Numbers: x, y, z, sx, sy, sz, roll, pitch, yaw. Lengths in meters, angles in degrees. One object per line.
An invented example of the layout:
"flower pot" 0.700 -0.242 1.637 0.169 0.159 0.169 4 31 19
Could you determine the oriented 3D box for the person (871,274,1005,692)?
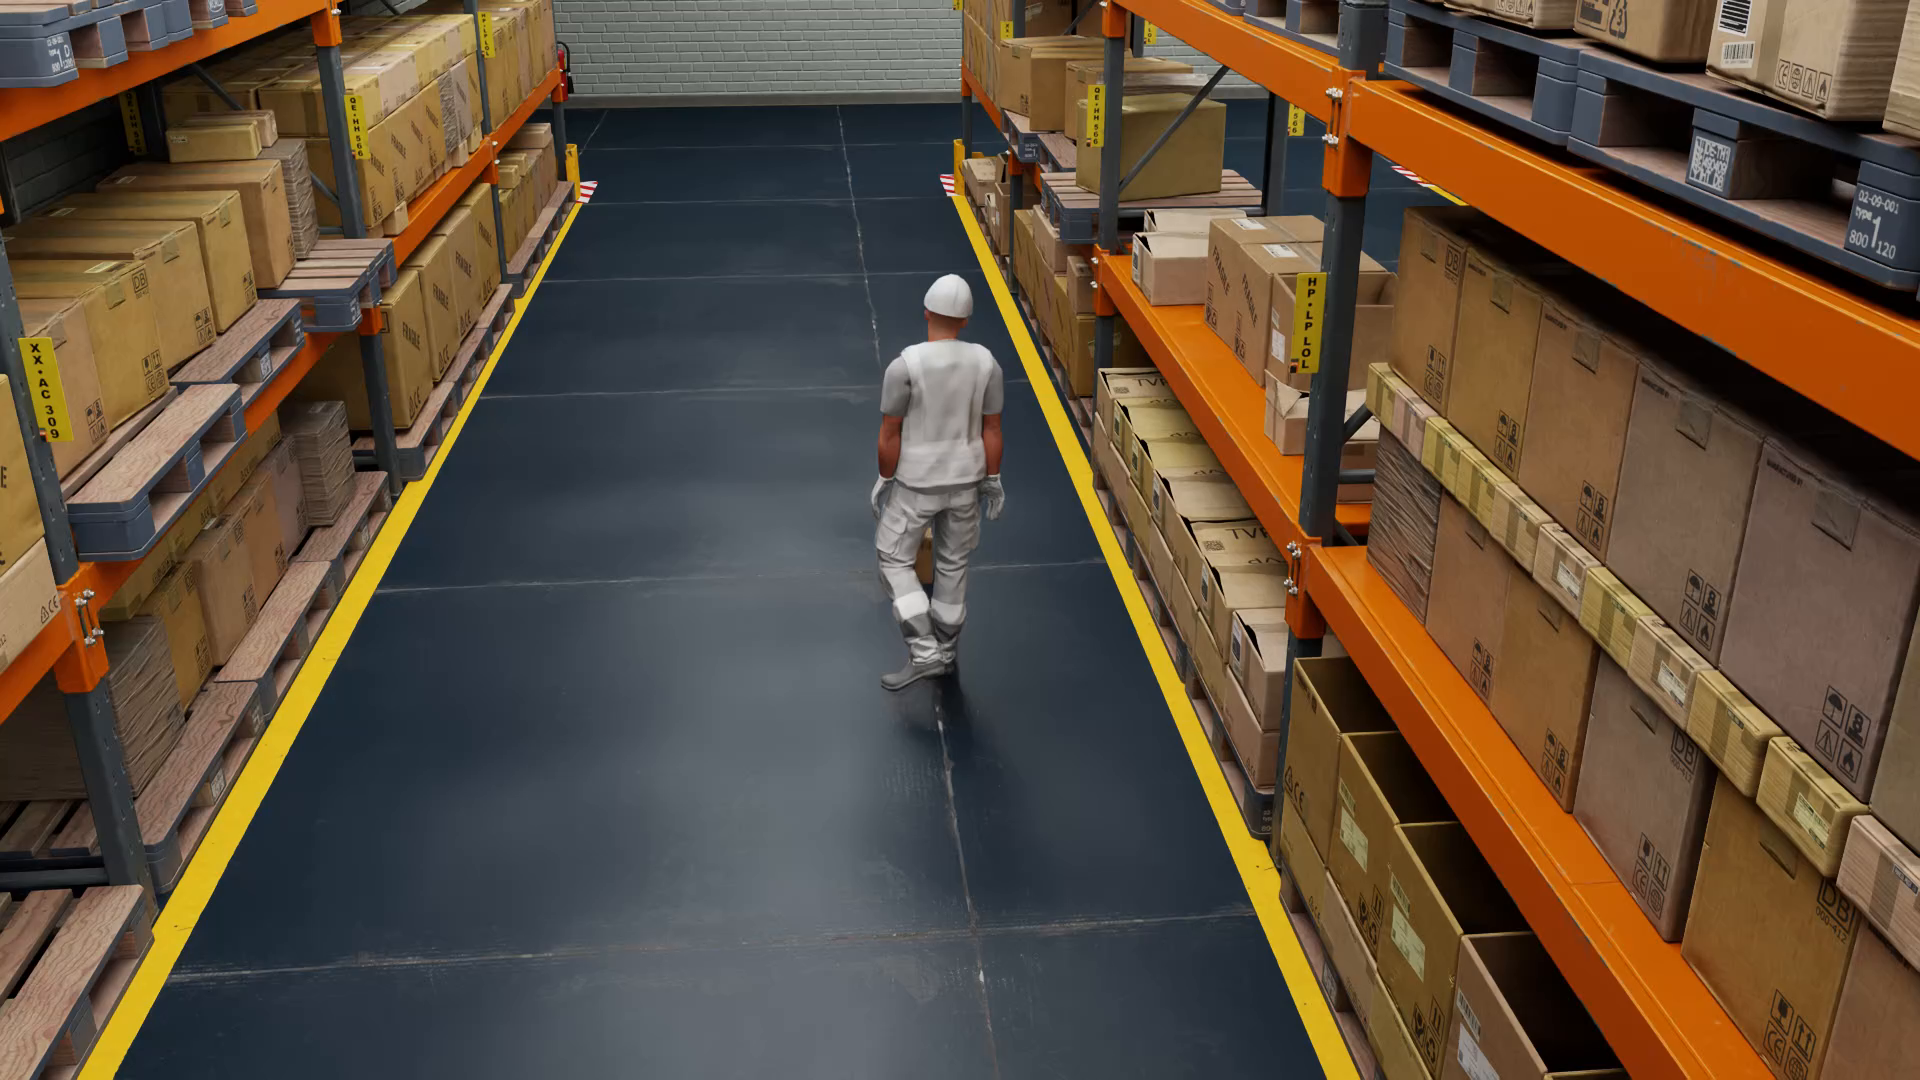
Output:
"person" -0.088 -0.209 7.007 0.606 1.783 0.592 -7 25 -16
